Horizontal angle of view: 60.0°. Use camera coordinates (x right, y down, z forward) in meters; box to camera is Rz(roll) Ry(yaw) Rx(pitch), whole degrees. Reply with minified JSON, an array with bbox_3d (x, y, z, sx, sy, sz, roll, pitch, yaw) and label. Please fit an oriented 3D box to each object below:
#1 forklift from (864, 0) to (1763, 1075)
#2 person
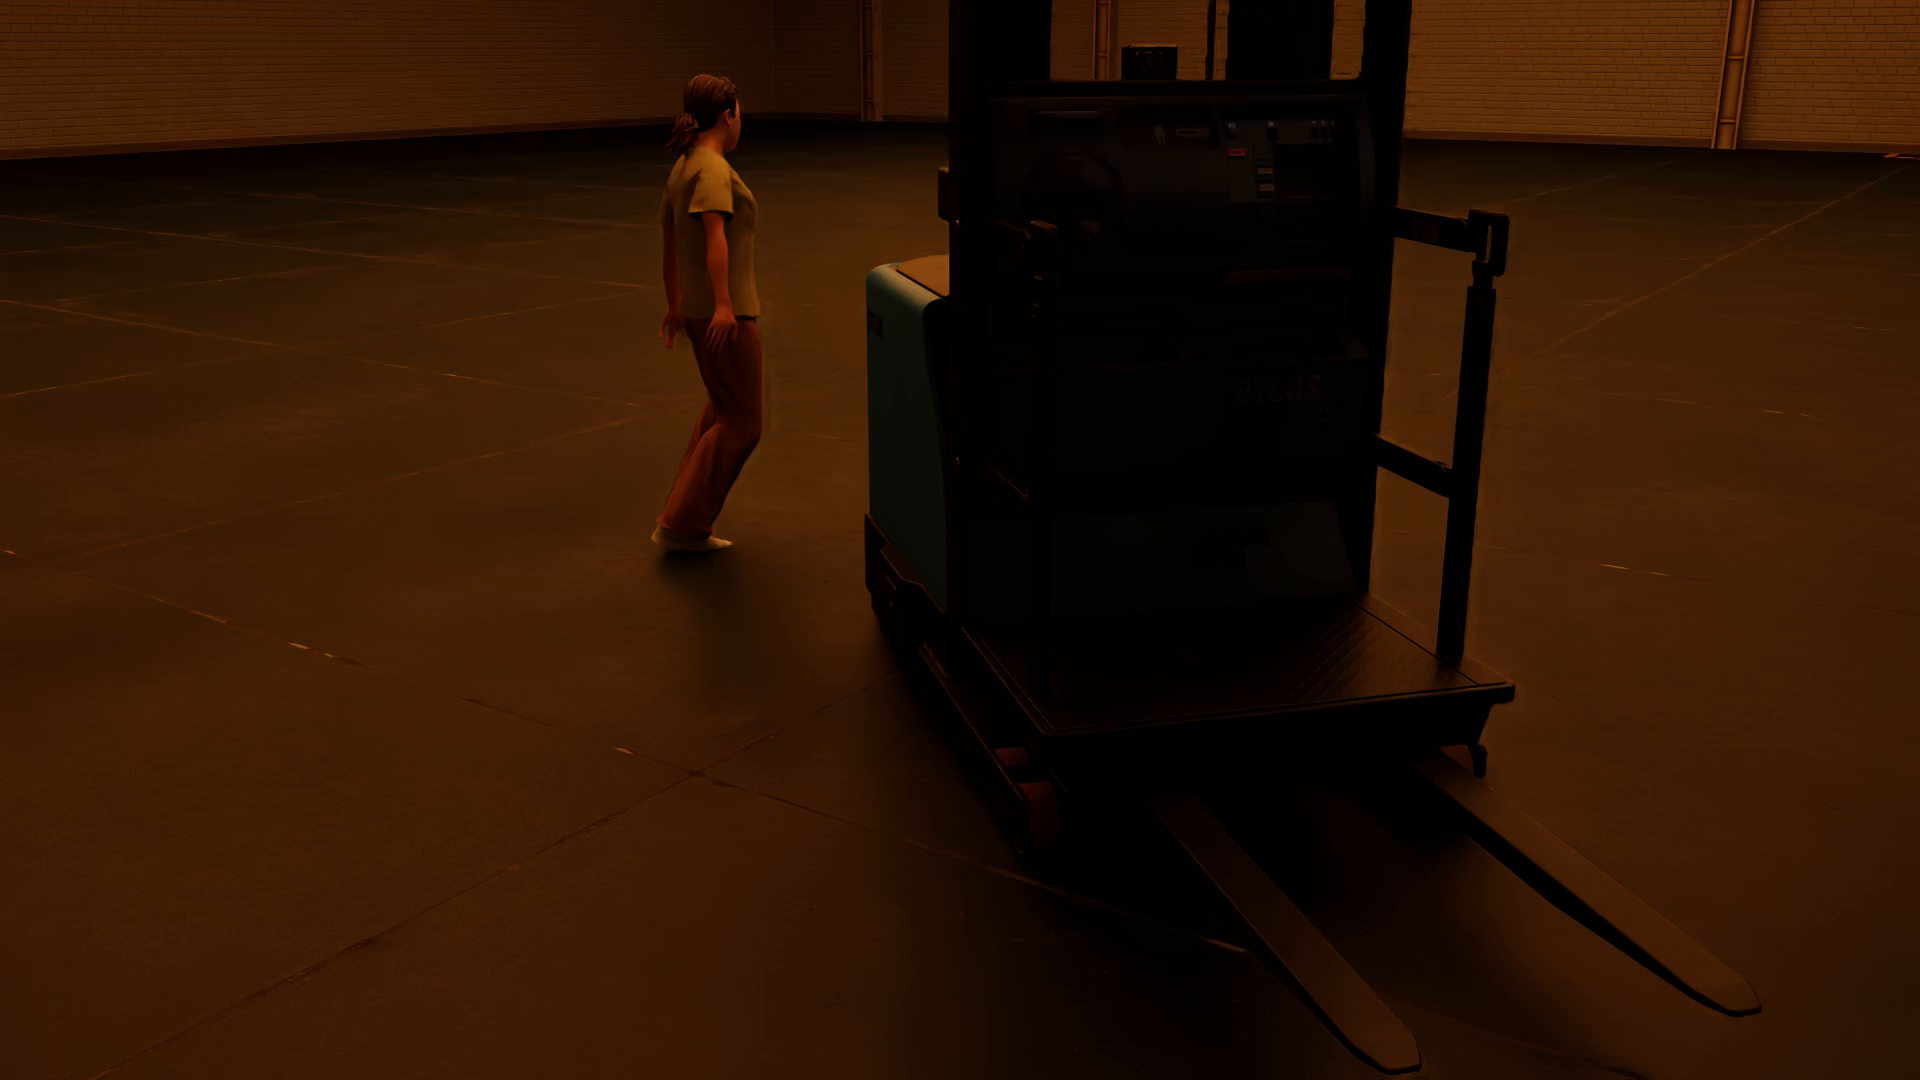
[{"bbox_3d":[0.576,-0.835,3.624,1.130,2.935,3.031,-4,17,-14],"label":"forklift"},{"bbox_3d":[-0.909,-0.705,5.835,0.456,1.328,0.575,-7,18,-22],"label":"person"}]
